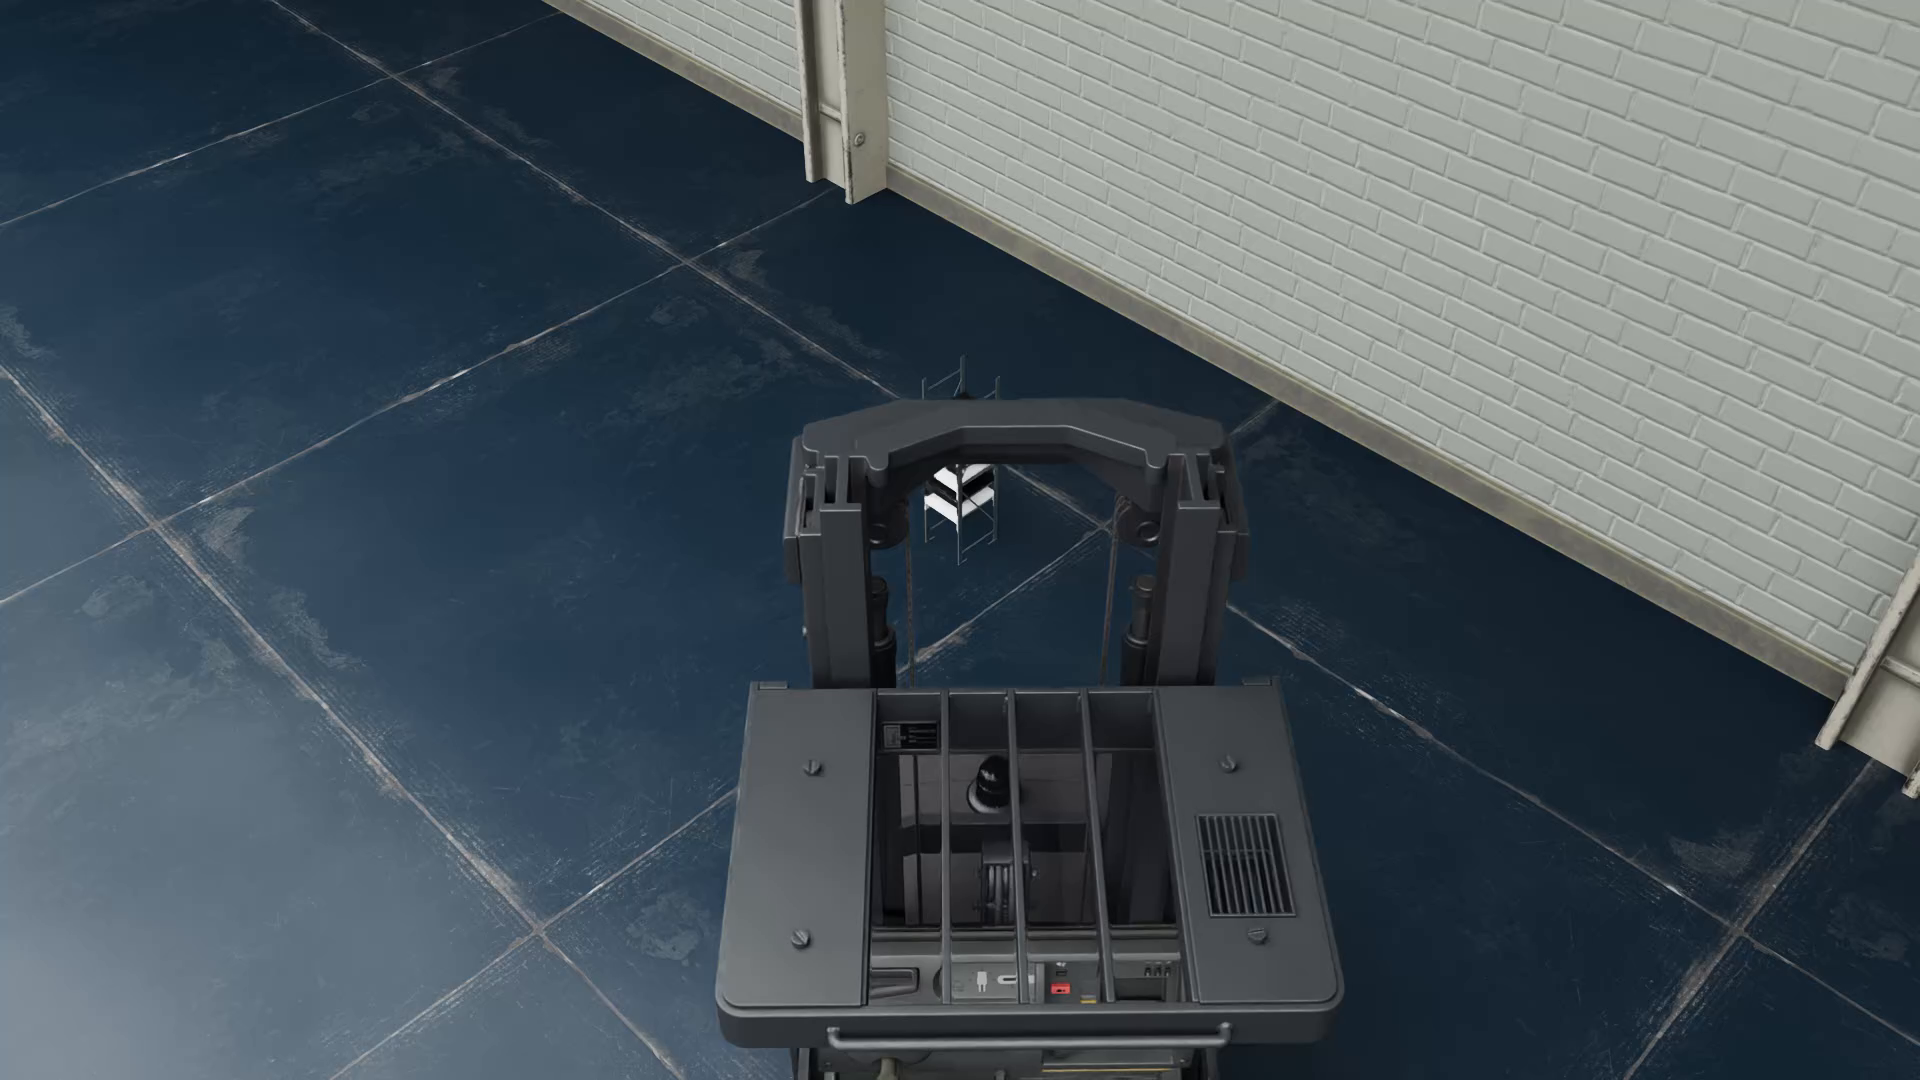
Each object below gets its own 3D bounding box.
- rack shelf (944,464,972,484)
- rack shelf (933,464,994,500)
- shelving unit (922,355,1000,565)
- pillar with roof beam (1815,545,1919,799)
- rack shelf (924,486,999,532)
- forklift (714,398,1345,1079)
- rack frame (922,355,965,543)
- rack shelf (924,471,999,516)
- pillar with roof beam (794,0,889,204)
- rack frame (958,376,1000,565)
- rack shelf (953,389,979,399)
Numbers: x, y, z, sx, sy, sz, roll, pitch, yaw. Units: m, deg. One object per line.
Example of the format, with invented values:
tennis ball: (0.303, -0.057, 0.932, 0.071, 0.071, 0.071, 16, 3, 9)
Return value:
rack shelf: (0.006, -0.368, 7.019, 0.258, 0.077, 0.200, -34, 53, -31)
rack shelf: (0.006, -0.302, 7.080, 0.258, 0.077, 0.200, -34, 53, -31)
shelving unit: (0.006, -0.327, 7.058, 0.258, 0.900, 0.210, -34, 53, -31)
pillar with roof beam: (0.543, -0.426, 1.198, 9.100, 9.000, 0.400, -34, 53, -31)
rack shelf: (0.006, -0.170, 7.203, 0.258, 0.077, 0.200, -34, 53, -31)
forklift: (0.117, 1.245, 3.861, 1.130, 2.935, 3.031, 0, 43, 0)
rack frame: (-0.066, -0.375, 7.111, 0.240, 0.900, 0.006, -34, 53, -31)
rack shelf: (0.006, -0.236, 7.141, 0.258, 0.077, 0.200, -34, 53, -31)
pillar with roof beam: (-3.694, -3.309, 4.318, 9.100, 9.000, 0.400, -34, 53, -31)
rack frame: (0.078, -0.278, 7.005, 0.240, 0.900, 0.006, -34, 53, -31)
rack shelf: (0.006, -0.500, 6.897, 0.258, 0.077, 0.200, -34, 53, -31)
